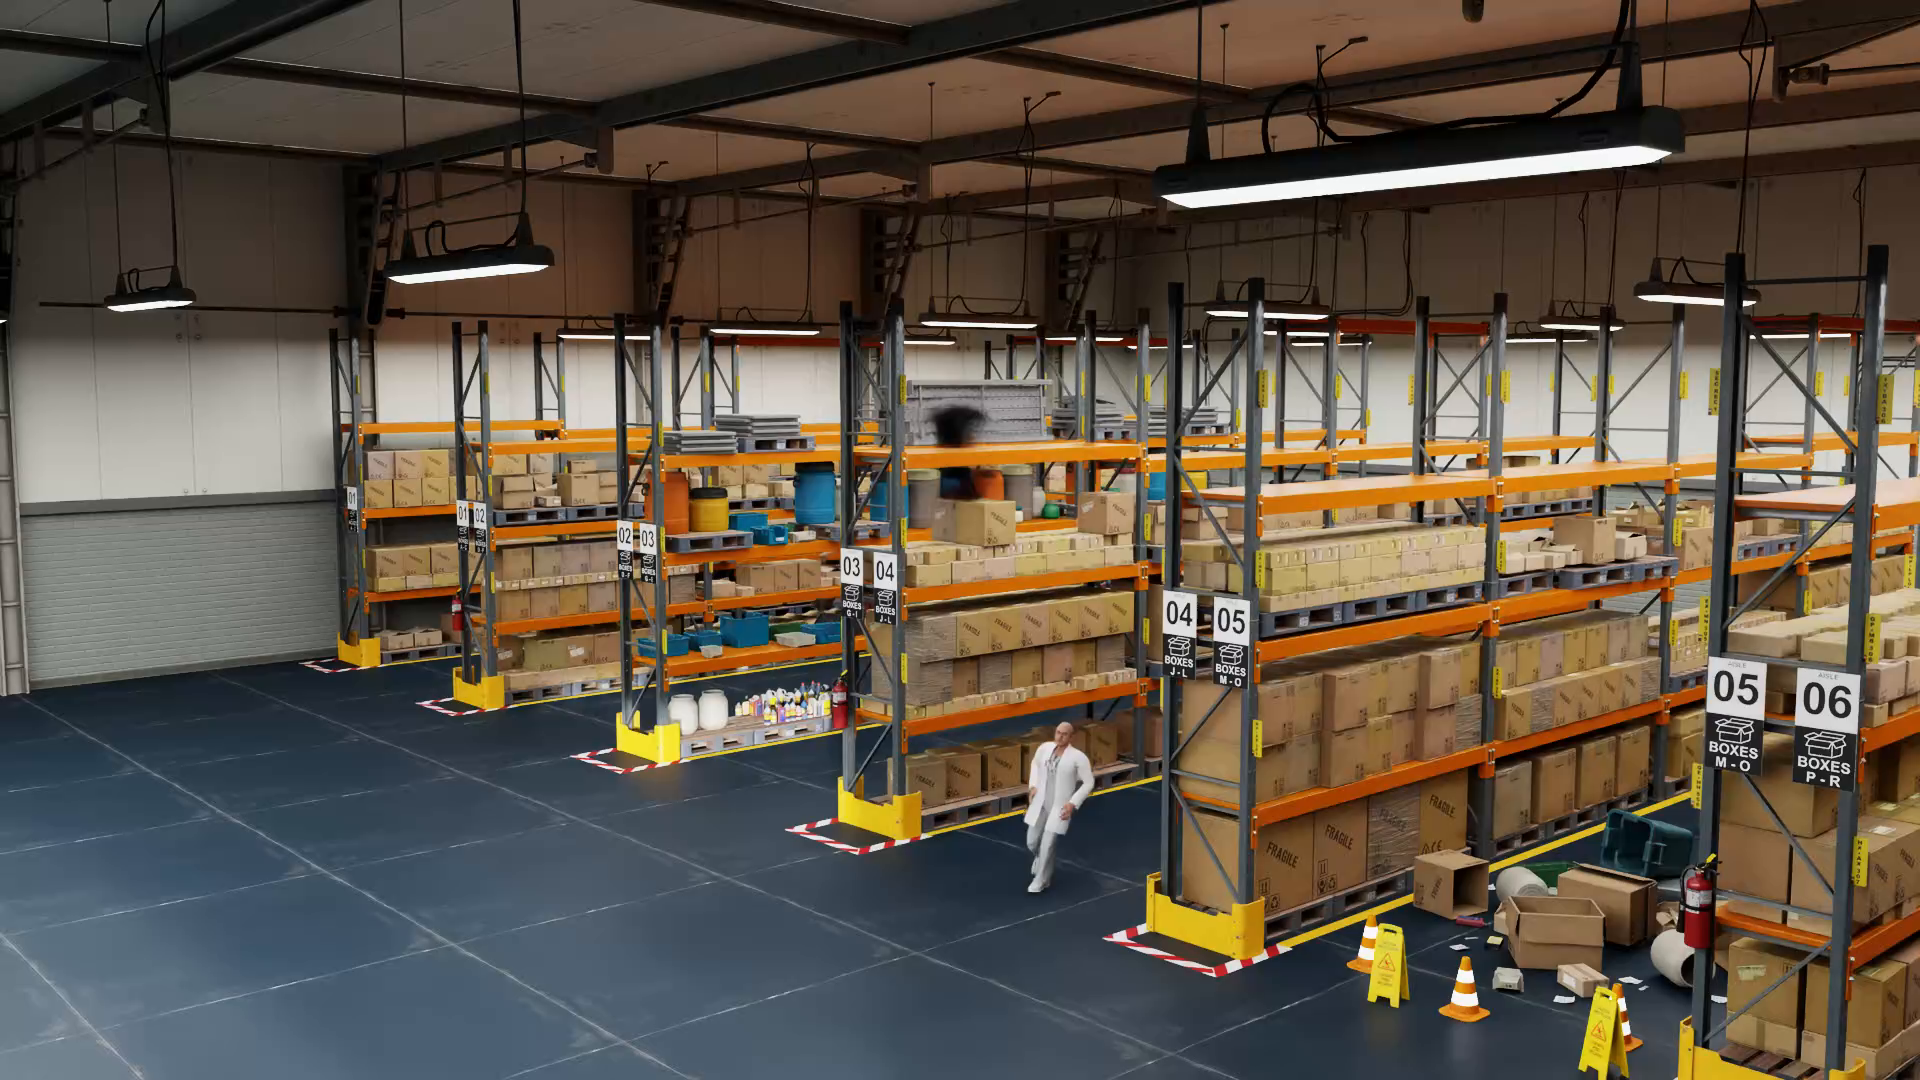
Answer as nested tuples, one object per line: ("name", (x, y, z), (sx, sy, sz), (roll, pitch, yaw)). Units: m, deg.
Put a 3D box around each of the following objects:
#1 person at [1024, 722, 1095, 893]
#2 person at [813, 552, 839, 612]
("person", (1.014, 2.664, 16.720), (0.764, 1.730, 0.632), (3, 6, 25))
("person", (-2.601, 1.075, 32.862), (0.728, 1.734, 0.721), (4, 7, 36))
